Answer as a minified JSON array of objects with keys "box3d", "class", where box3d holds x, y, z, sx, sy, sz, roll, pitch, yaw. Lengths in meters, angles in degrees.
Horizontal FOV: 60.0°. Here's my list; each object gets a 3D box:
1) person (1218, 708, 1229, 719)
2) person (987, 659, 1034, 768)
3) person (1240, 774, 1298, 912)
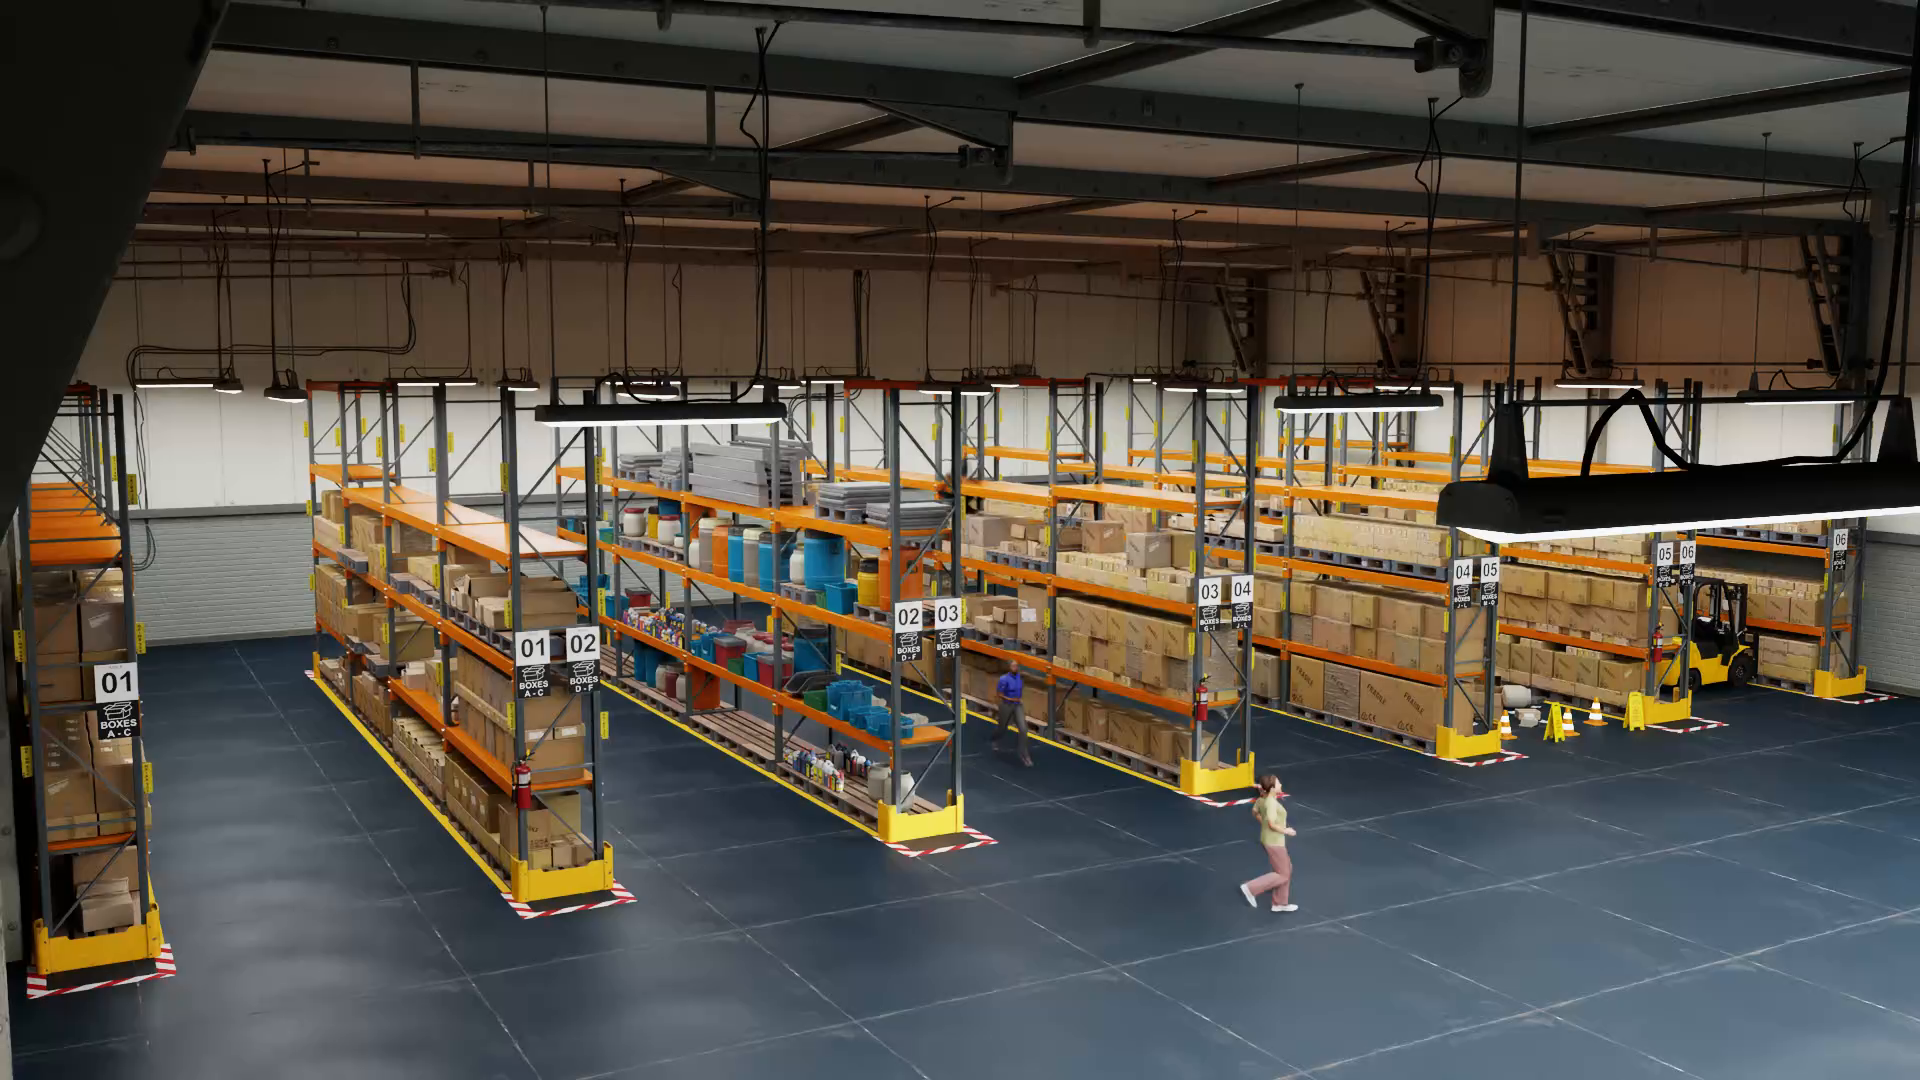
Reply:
[{"box3d":[4.642,2.285,29.914,0.600,1.707,0.879,-3,7,-28],"class":"person"},{"box3d":[0.774,2.714,26.444,0.543,1.675,1.078,-3,7,-30],"class":"person"},{"box3d":[3.558,3.488,19.143,0.702,1.622,0.584,-1,6,-7],"class":"person"}]
